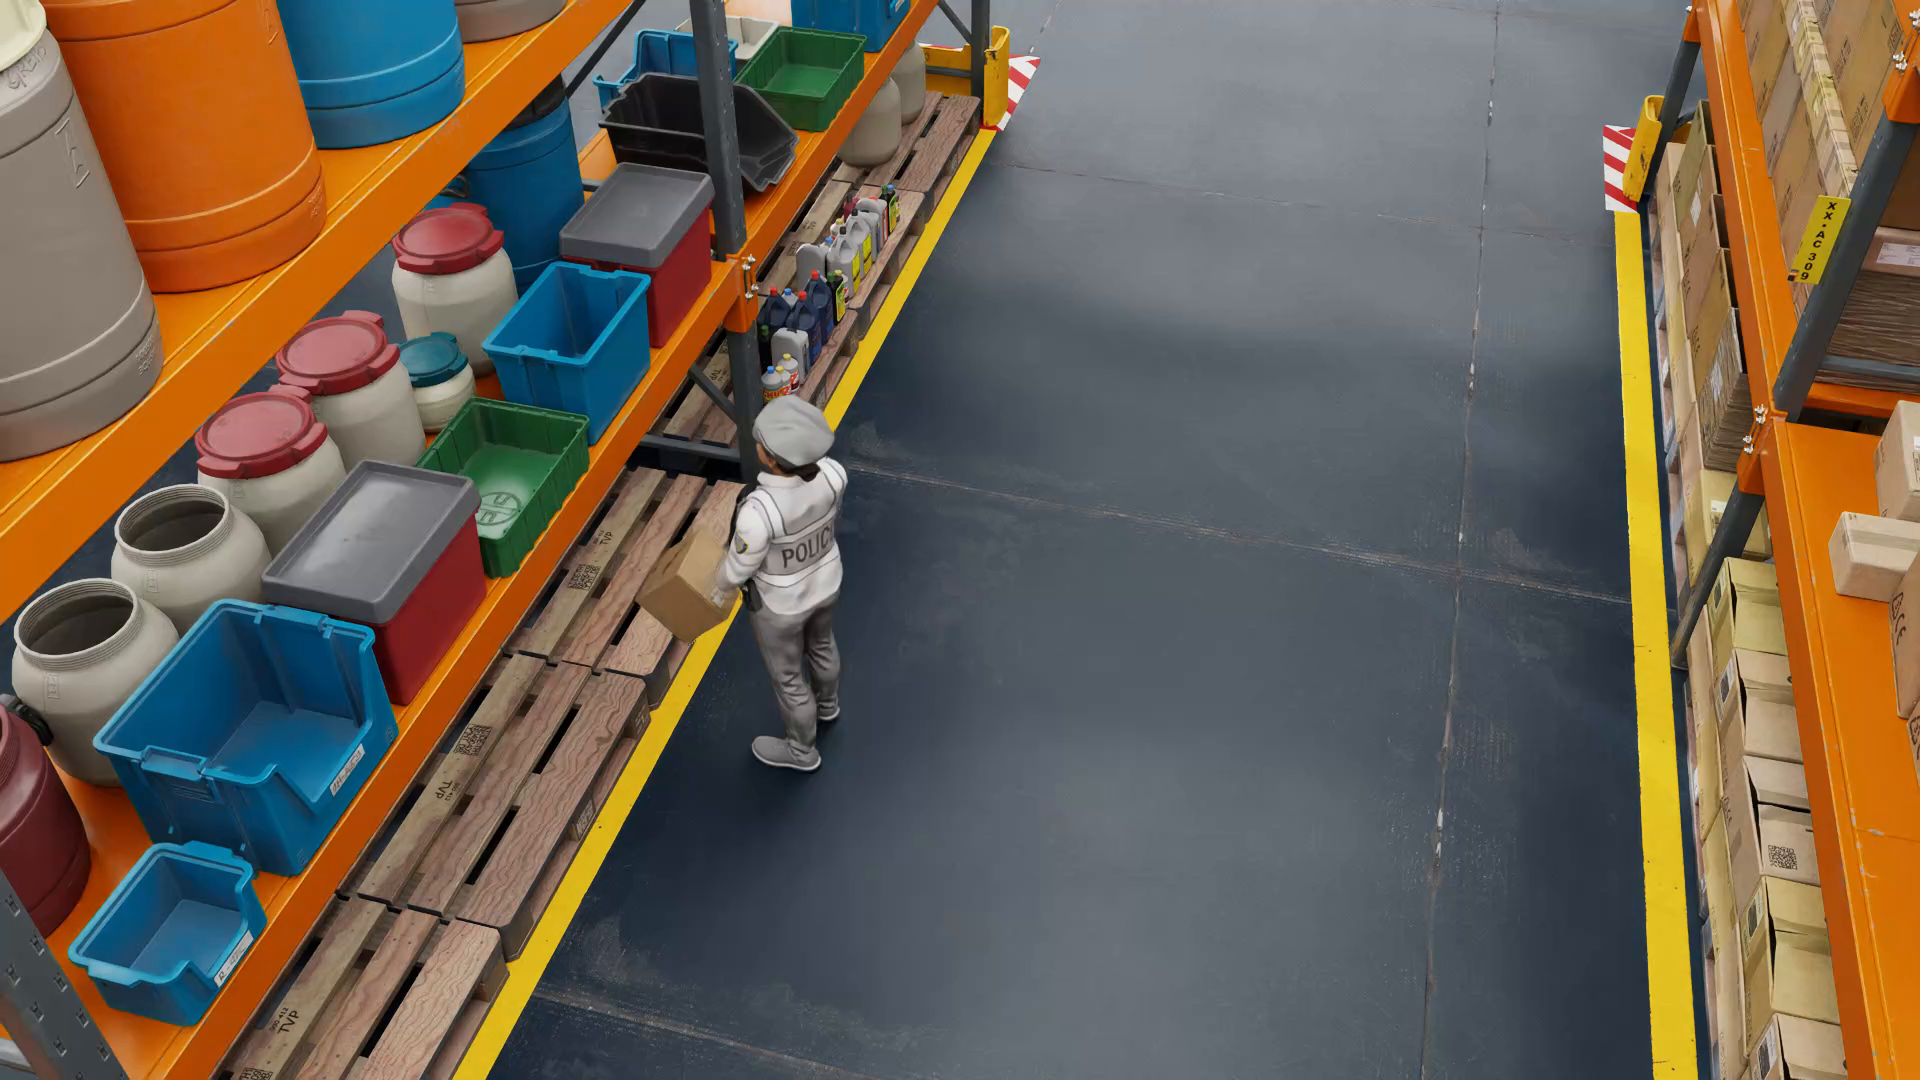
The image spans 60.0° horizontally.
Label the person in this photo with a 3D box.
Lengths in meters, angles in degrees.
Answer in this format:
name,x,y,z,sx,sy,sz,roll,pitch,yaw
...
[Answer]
name,x,y,z,sx,sy,sz,roll,pitch,yaw
person,-0.639,0.161,5.935,0.517,1.699,0.502,31,50,30
